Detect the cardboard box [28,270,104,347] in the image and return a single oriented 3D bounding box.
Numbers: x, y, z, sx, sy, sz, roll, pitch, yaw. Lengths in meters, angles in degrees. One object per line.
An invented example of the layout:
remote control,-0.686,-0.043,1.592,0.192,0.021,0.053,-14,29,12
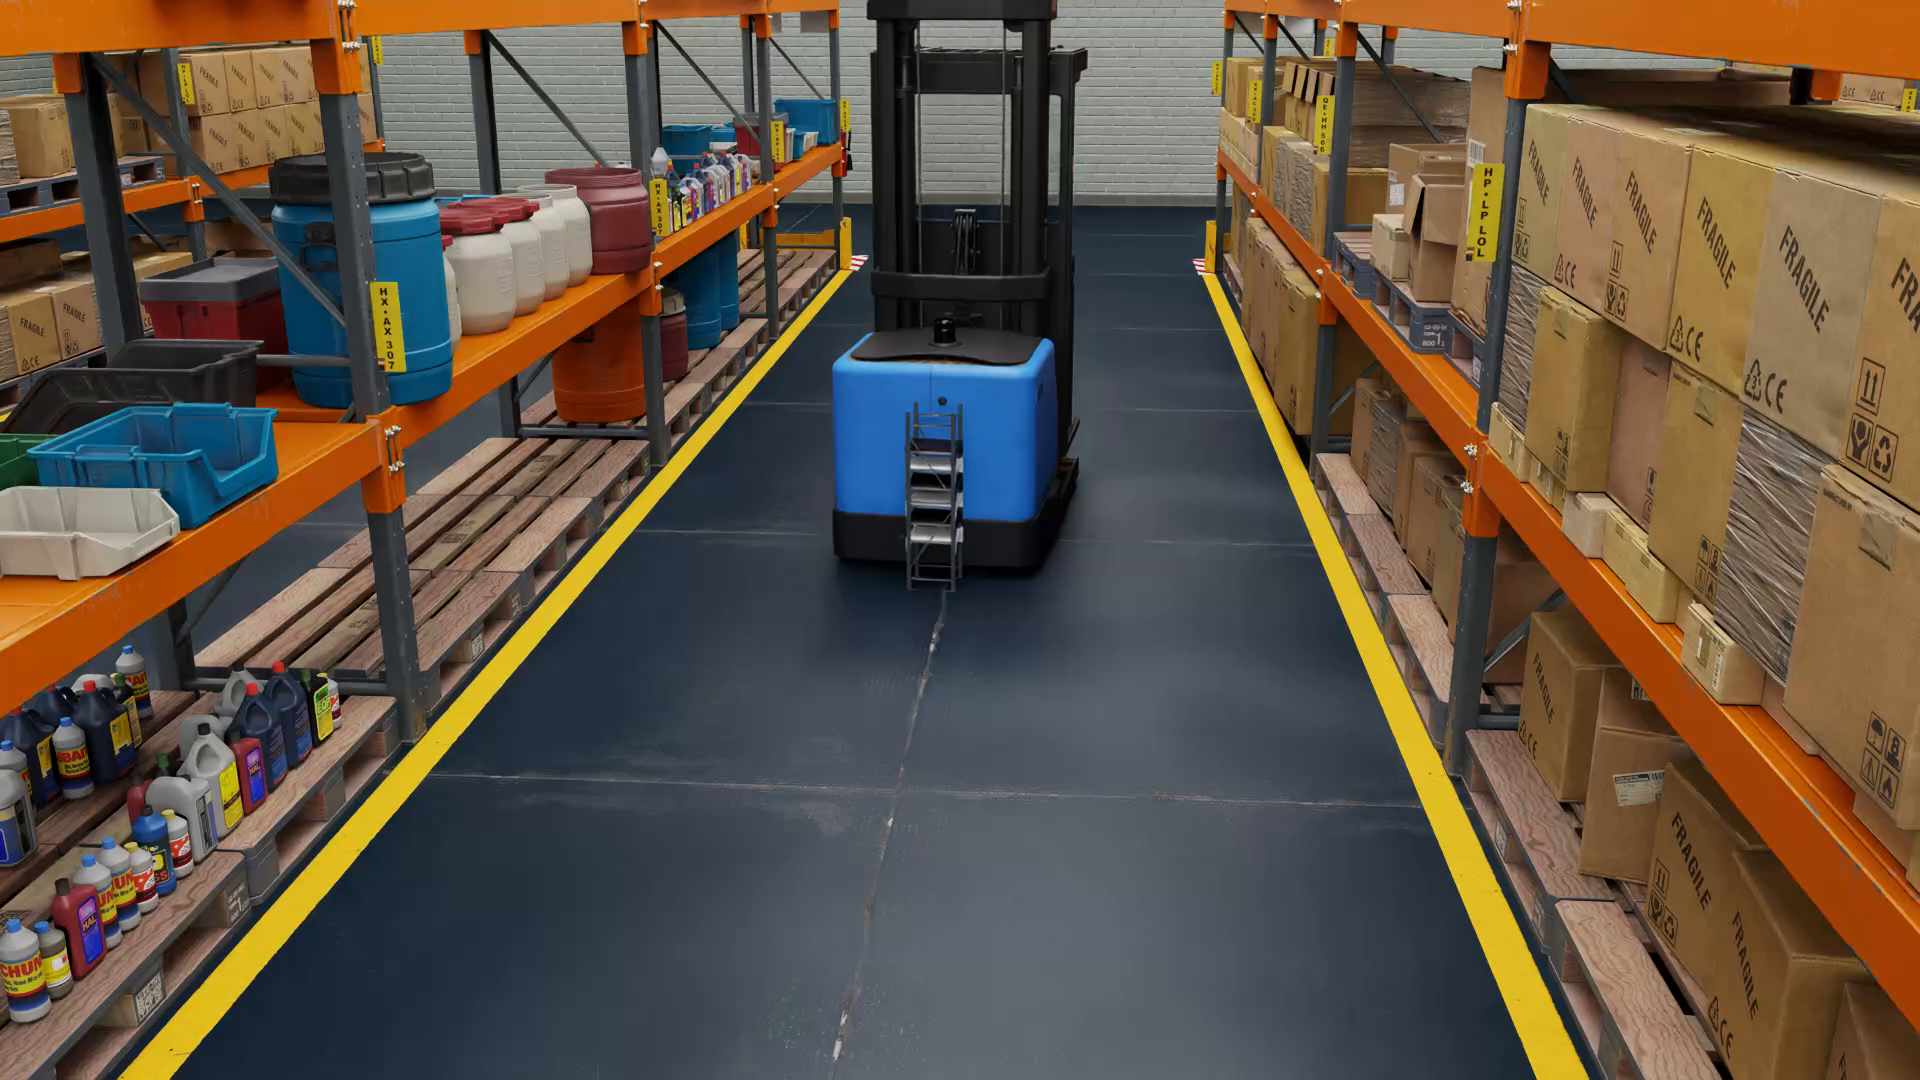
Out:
cardboard box,-6.810,-1.802,12.913,0.500,0.500,0.500,2,18,5

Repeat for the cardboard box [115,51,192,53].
cardboard box,-7.169,-4.094,14.834,0.500,0.500,0.500,1,18,3

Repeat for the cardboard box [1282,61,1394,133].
cardboard box,2.862,-3.353,12.566,0.797,0.503,0.637,1,18,2

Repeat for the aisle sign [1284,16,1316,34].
aisle sign,3.491,-5.520,16.778,0.394,0.787,0.004,1,18,4

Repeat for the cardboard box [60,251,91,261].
cardboard box,-7.258,-2.126,13.901,0.500,0.500,0.500,0,18,1

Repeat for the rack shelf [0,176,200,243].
rack shelf,-7.124,-2.286,12.239,1.077,0.370,4.000,1,18,4

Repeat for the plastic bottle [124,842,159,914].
plastic bottle,-2.421,0.986,4.885,0.097,0.201,0.097,0,18,0

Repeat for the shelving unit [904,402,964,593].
shelving unit,-0.124,-0.207,8.108,0.258,0.900,0.210,3,18,9

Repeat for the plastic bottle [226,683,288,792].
plastic bottle,-2.386,0.663,5.631,0.144,0.351,0.185,0,18,1

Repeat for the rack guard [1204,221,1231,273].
rack guard,3.188,-3.089,17.547,1.175,0.500,0.348,1,18,4

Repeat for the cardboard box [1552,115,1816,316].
cardboard box,2.006,-0.917,4.661,0.500,0.500,0.500,1,18,4

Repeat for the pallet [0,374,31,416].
pallet,-7.176,-0.913,11.370,1.003,0.211,1.213,1,18,4

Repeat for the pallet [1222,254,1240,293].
pallet,3.207,-2.694,16.806,1.003,0.211,1.213,1,18,4

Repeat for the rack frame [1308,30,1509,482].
rack frame,2.613,-1.785,9.553,1.000,3.000,0.127,1,18,4

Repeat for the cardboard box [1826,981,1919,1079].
cardboard box,2.110,1.308,3.453,0.500,0.500,0.500,6,19,18

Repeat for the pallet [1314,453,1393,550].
pallet,2.556,-0.217,9.246,1.003,0.211,1.213,1,18,4

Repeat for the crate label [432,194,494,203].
crate label,-2.668,-1.610,8.961,0.502,0.435,0.616,1,18,4

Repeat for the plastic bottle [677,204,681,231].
plastic bottle,-1.895,-2.149,10.982,0.097,0.201,0.097,0,18,0

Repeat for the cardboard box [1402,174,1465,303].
cardboard box,2.358,-1.332,7.329,0.797,0.503,0.637,3,18,10

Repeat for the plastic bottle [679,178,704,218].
plastic bottle,-1.874,-2.394,11.612,0.152,0.276,0.135,1,18,4

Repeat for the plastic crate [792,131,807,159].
plastic crate,-1.645,-3.685,15.526,0.416,0.233,0.300,1,18,4

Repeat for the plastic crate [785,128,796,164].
plastic crate,-1.747,-3.580,15.125,0.437,0.282,0.530,1,18,4

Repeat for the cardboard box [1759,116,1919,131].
cardboard box,2.534,-0.905,4.624,0.500,0.500,0.500,1,18,4

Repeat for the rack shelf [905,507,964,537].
rack shelf,-0.124,-0.089,8.147,0.258,0.077,0.200,3,18,9

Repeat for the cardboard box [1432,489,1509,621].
cardboard box,2.445,0.098,7.113,0.700,0.500,0.500,1,18,4

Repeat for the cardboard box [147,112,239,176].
cardboard box,-6.672,-3.449,14.471,0.500,0.500,0.500,2,18,5

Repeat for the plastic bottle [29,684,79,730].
plastic bottle,-3.086,0.638,5.706,0.144,0.351,0.185,2,18,5

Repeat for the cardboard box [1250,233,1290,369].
cardboard box,2.811,-1.740,12.154,1.225,0.875,0.875,1,18,2

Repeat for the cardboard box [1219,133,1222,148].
cardboard box,2.832,-4.047,16.861,0.380,0.149,0.250,1,18,5

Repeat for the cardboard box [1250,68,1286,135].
cardboard box,2.666,-3.602,13.658,0.500,0.500,0.500,2,18,5

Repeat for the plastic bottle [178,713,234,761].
plastic bottle,-2.536,0.703,5.629,0.152,0.276,0.135,1,18,4

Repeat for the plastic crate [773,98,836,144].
plastic crate,-1.591,-4.317,17.128,0.616,0.435,0.499,1,18,4

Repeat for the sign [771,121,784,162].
sign,-1.492,-3.256,13.599,0.100,0.325,0.005,1,18,4

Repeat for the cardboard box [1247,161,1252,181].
cardboard box,2.613,-3.090,13.939,0.380,0.149,0.250,2,18,5

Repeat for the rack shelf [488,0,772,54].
rack shelf,-2.184,-3.600,11.431,1.077,0.370,4.000,1,18,4

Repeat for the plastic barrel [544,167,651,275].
plastic barrel,-2.058,-1.809,9.408,0.600,0.536,0.708,1,18,4

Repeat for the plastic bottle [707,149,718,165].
plastic bottle,-1.924,-2.825,12.805,0.144,0.351,0.185,1,18,4

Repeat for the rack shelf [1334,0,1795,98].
rack shelf,2.470,-2.247,7.302,1.077,0.370,4.000,1,18,4

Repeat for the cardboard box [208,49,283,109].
cardboard box,-6.592,-4.232,15.255,0.500,0.500,0.500,1,18,2

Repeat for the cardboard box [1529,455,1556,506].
cardboard box,1.990,-0.207,5.142,0.380,0.149,0.250,1,18,4

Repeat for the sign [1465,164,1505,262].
sign,1.773,-1.104,5.615,0.100,0.325,0.005,1,18,4

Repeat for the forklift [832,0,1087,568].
forklift,0.108,-1.673,9.322,1.130,2.935,3.031,3,18,9

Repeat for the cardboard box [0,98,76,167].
cardboard box,-7.224,-3.139,12.852,0.700,0.500,0.500,4,19,13

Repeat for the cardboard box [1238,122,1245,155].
cardboard box,2.741,-3.559,14.732,0.500,0.250,0.500,2,18,5

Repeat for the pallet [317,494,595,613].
pallet,-2.511,0.047,8.439,1.003,0.211,1.213,1,18,4

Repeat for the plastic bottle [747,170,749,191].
plastic bottle,-1.727,-2.877,13.205,0.097,0.201,0.097,0,18,0

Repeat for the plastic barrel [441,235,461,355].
plastic barrel,-2.327,-1.010,6.969,0.433,0.535,0.433,0,18,0

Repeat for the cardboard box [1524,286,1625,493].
cardboard box,2.161,-0.438,4.806,0.875,0.500,0.500,1,18,4

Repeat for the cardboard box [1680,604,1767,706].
cardboard box,1.857,0.258,3.722,0.380,0.149,0.250,1,18,4

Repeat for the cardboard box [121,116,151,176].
cardboard box,-7.201,-3.458,14.498,0.500,0.500,0.500,2,18,5

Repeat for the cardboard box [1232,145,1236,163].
cardboard box,2.723,-3.569,15.402,0.380,0.149,0.250,1,18,3

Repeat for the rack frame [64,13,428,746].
rack frame,-2.614,-0.653,6.099,1.000,3.000,0.127,1,18,4

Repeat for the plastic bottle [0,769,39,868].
plastic bottle,-2.980,0.860,5.149,0.152,0.276,0.135,1,18,4

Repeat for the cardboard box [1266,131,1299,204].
cardboard box,2.582,-2.781,12.433,0.500,0.500,0.500,1,18,4

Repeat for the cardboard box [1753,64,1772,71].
cardboard box,7.800,-4.501,15.598,0.500,0.500,0.500,2,18,6

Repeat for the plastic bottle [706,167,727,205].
plastic bottle,-1.818,-2.637,12.353,0.152,0.276,0.135,1,18,4
